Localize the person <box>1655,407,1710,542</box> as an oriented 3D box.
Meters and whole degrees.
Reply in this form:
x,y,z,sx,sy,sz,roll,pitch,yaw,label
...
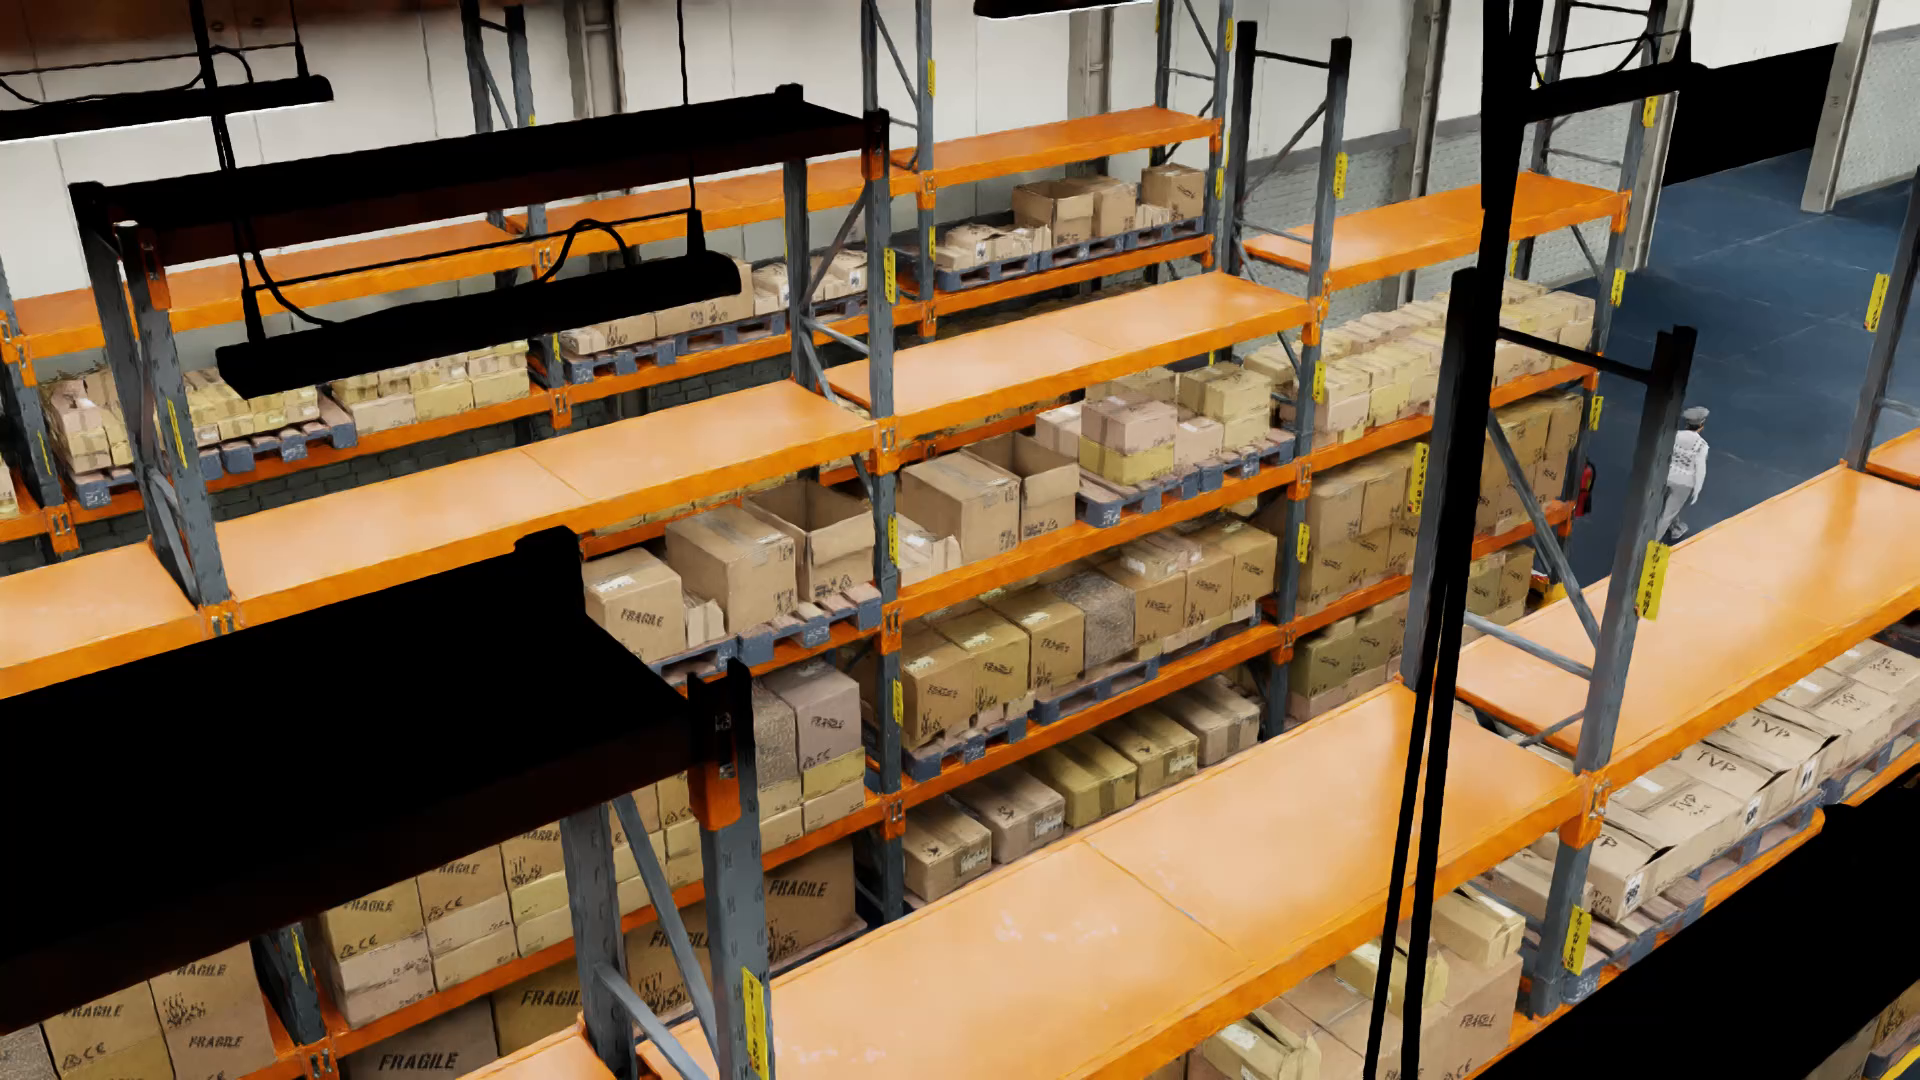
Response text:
x,y,z,sx,sy,sz,roll,pitch,yaw,label
7.601,-0.620,17.528,1.086,1.589,0.495,-17,31,-31,person

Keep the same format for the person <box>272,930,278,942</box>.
x,y,z,sx,sy,sz,roll,pitch,yaw,label
-5.033,2.273,11.564,0.574,1.652,0.545,-5,26,-9,person
